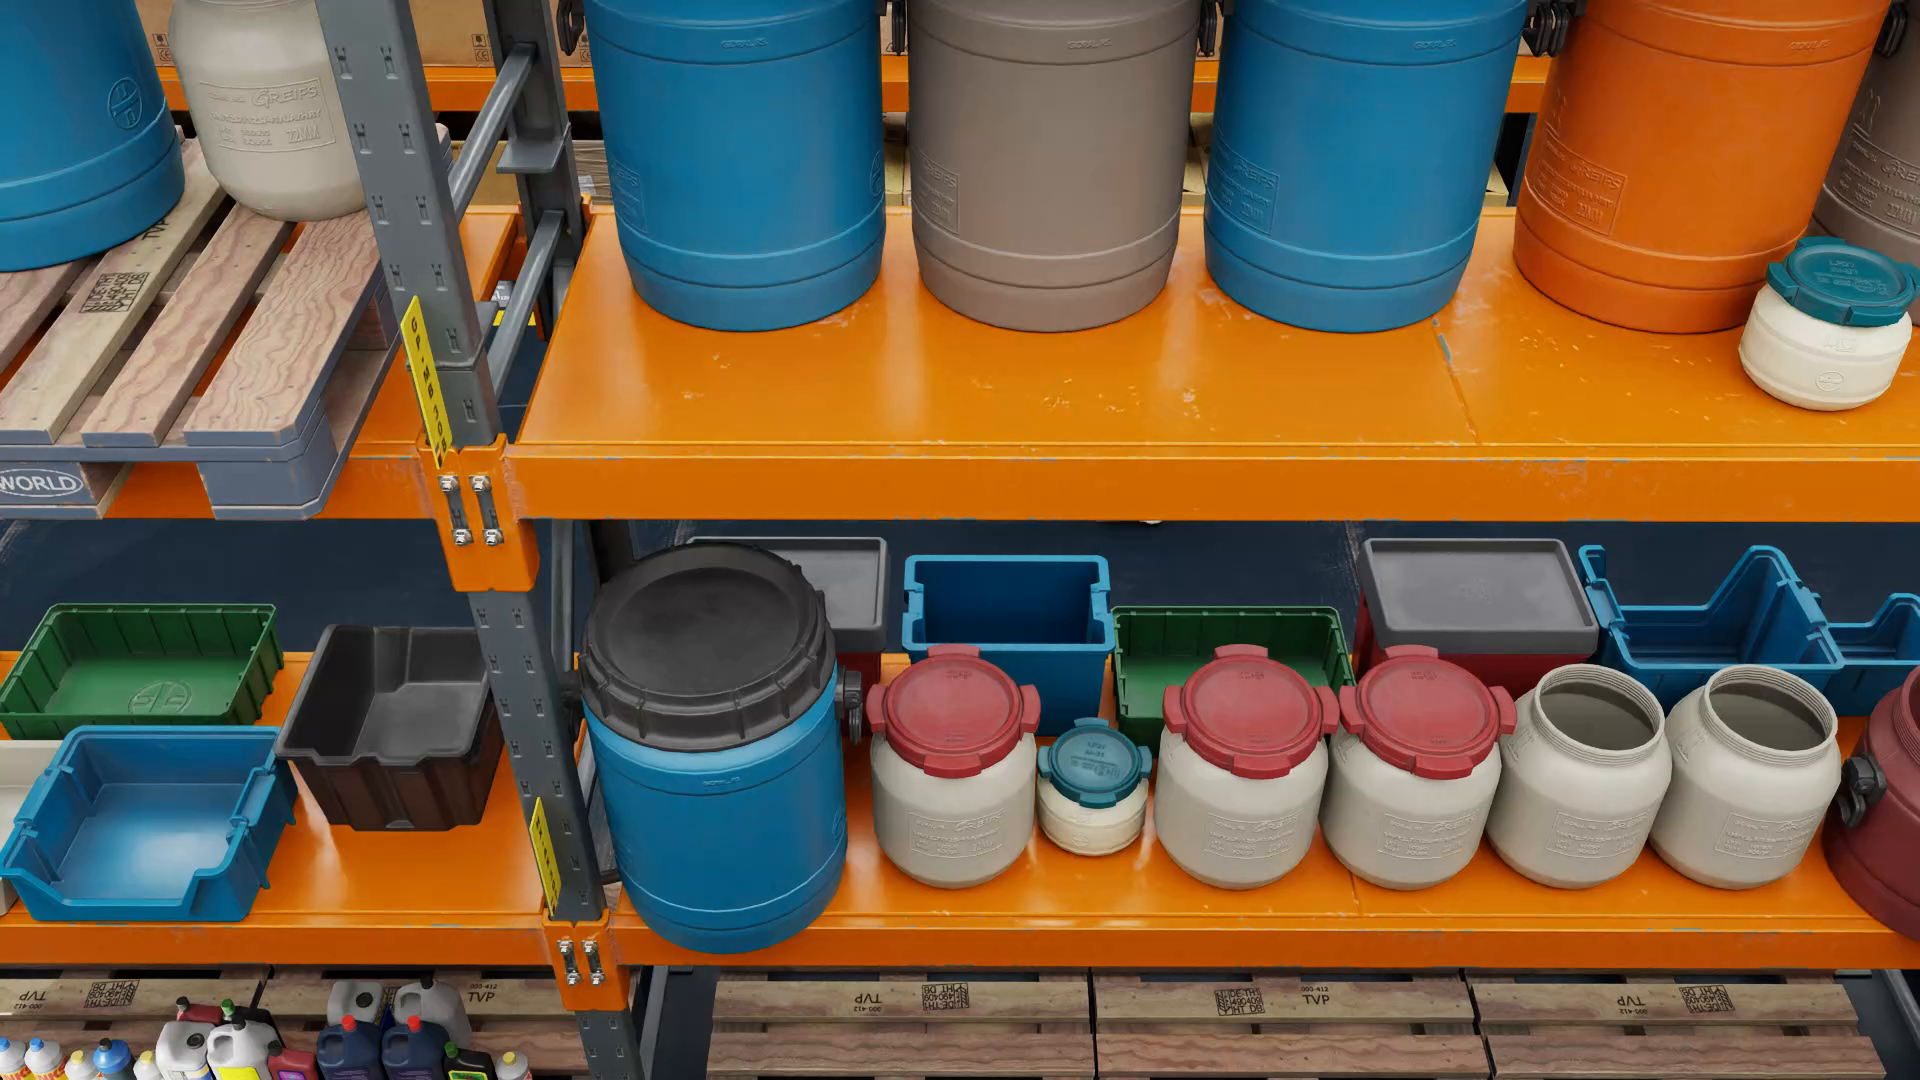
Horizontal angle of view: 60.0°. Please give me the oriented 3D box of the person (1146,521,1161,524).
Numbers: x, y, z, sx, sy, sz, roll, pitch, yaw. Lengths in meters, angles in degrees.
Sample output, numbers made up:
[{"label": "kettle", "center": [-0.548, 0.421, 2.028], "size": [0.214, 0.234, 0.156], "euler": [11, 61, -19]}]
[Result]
[{"label": "person", "center": [0.731, -0.738, 7.038], "size": [0.458, 1.595, 0.374], "euler": [-1, 40, -1]}]
